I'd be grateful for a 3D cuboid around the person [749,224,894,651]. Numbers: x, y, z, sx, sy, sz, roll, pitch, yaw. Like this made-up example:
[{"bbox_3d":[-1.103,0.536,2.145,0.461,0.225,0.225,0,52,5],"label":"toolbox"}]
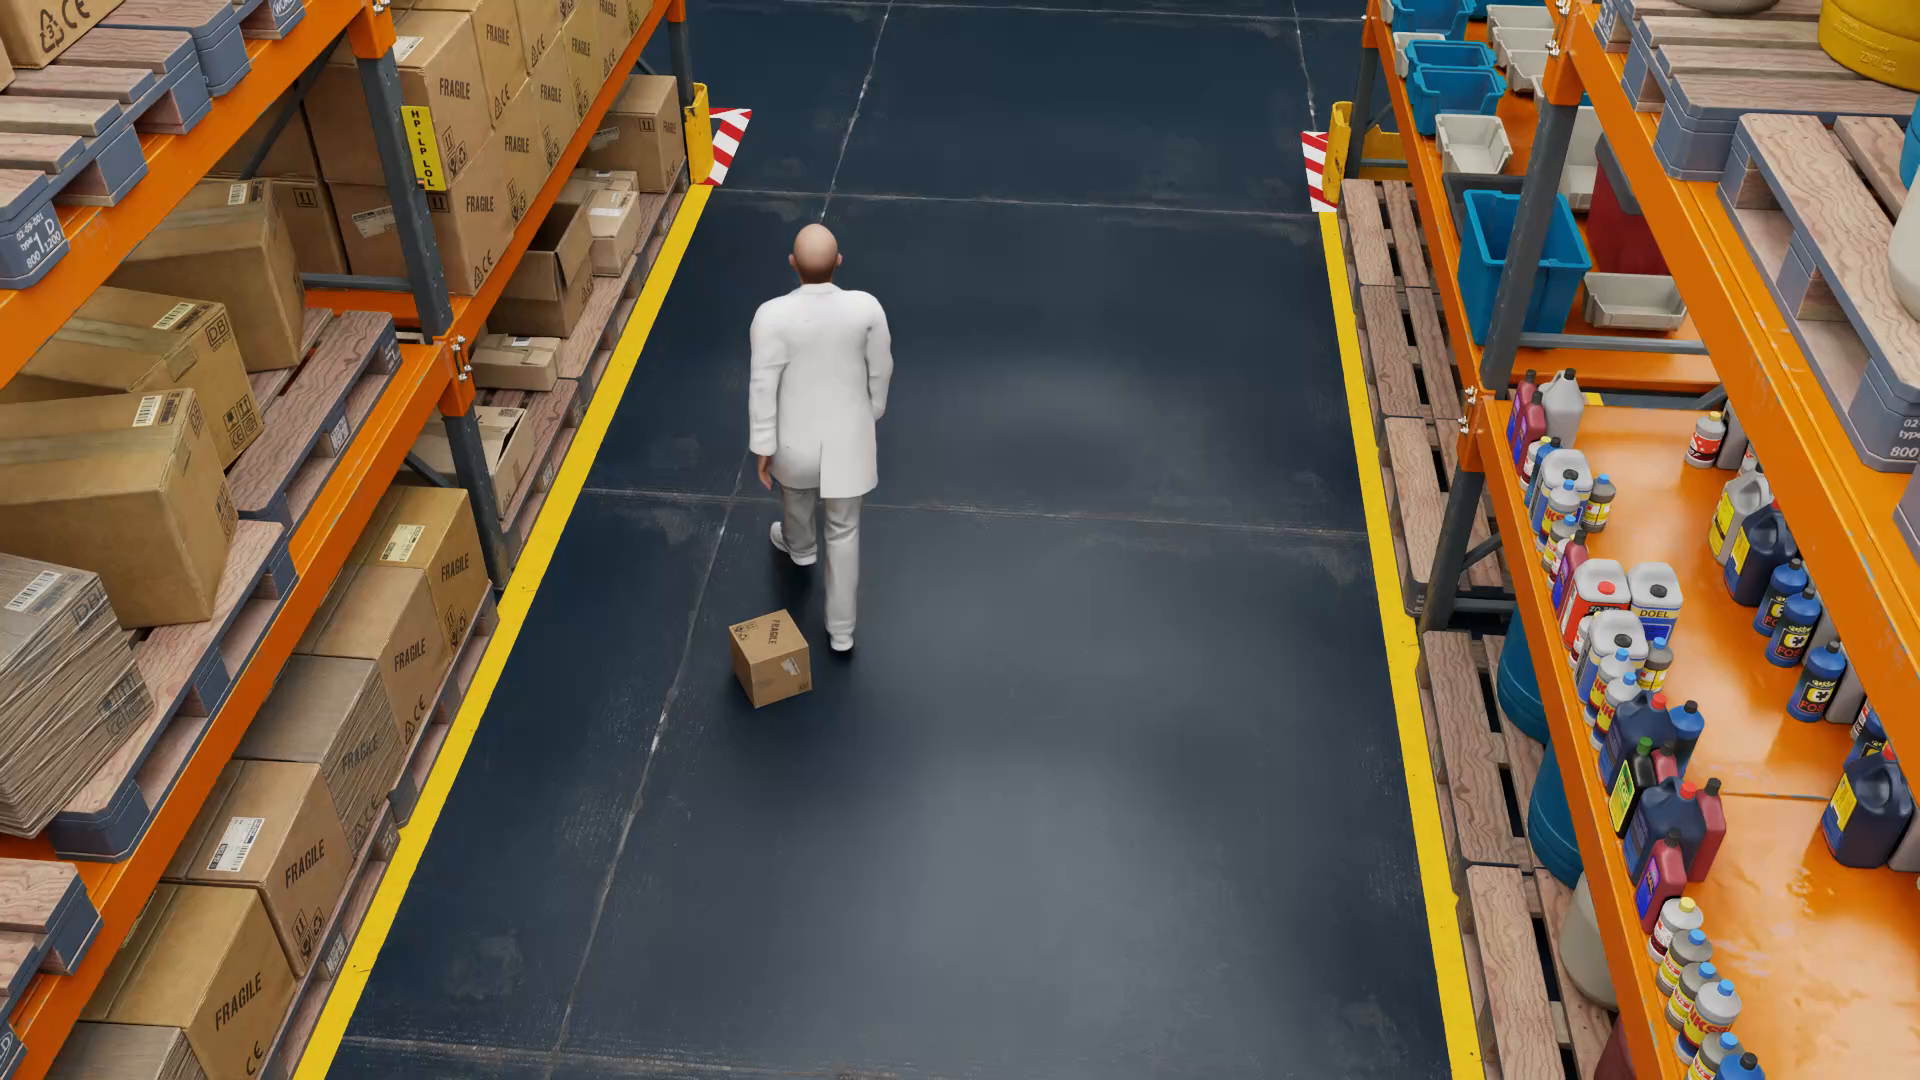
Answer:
[{"bbox_3d":[-0.555,-0.464,6.723,0.590,1.760,0.915,-4,40,-5],"label":"person"}]
